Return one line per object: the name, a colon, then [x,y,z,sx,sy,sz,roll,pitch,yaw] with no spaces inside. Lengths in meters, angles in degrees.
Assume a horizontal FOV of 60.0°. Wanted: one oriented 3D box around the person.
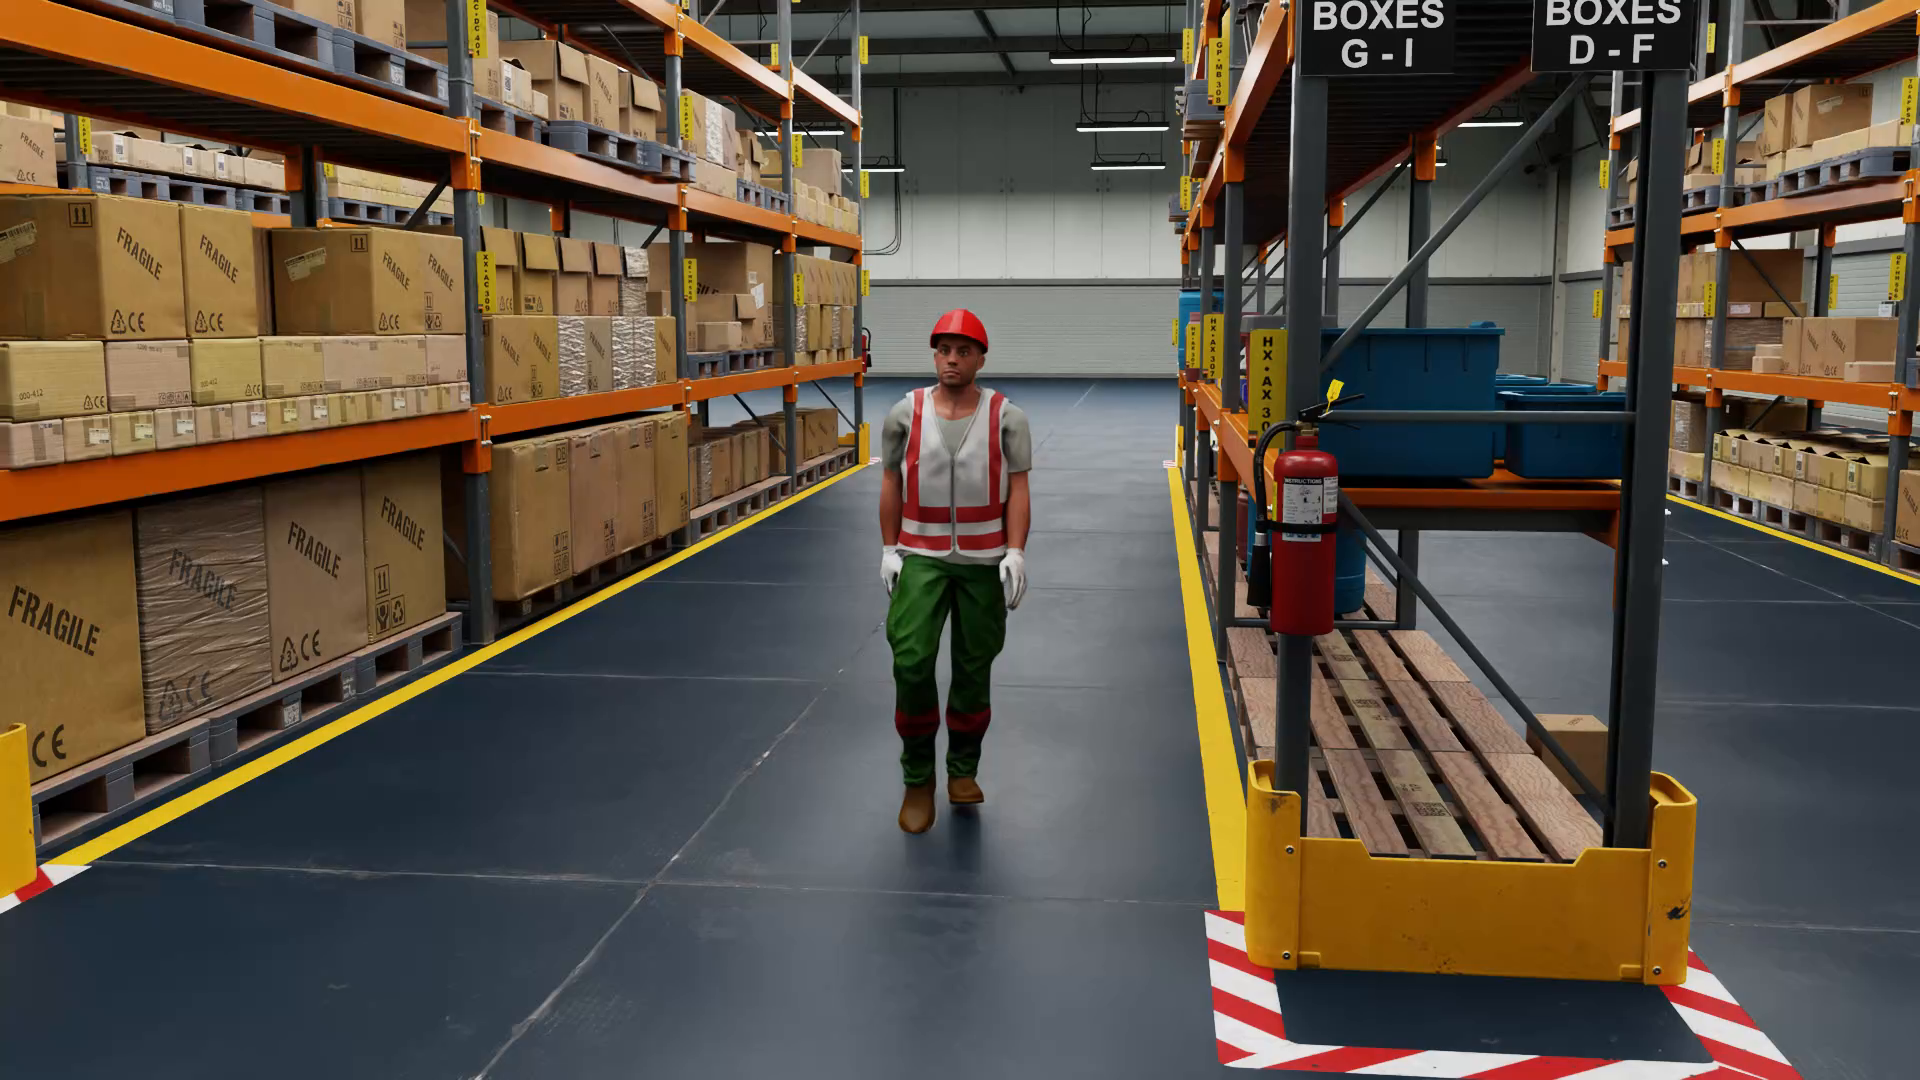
person: [-0.017,0.109,5.863,0.543,1.838,0.511,0,7,0]
